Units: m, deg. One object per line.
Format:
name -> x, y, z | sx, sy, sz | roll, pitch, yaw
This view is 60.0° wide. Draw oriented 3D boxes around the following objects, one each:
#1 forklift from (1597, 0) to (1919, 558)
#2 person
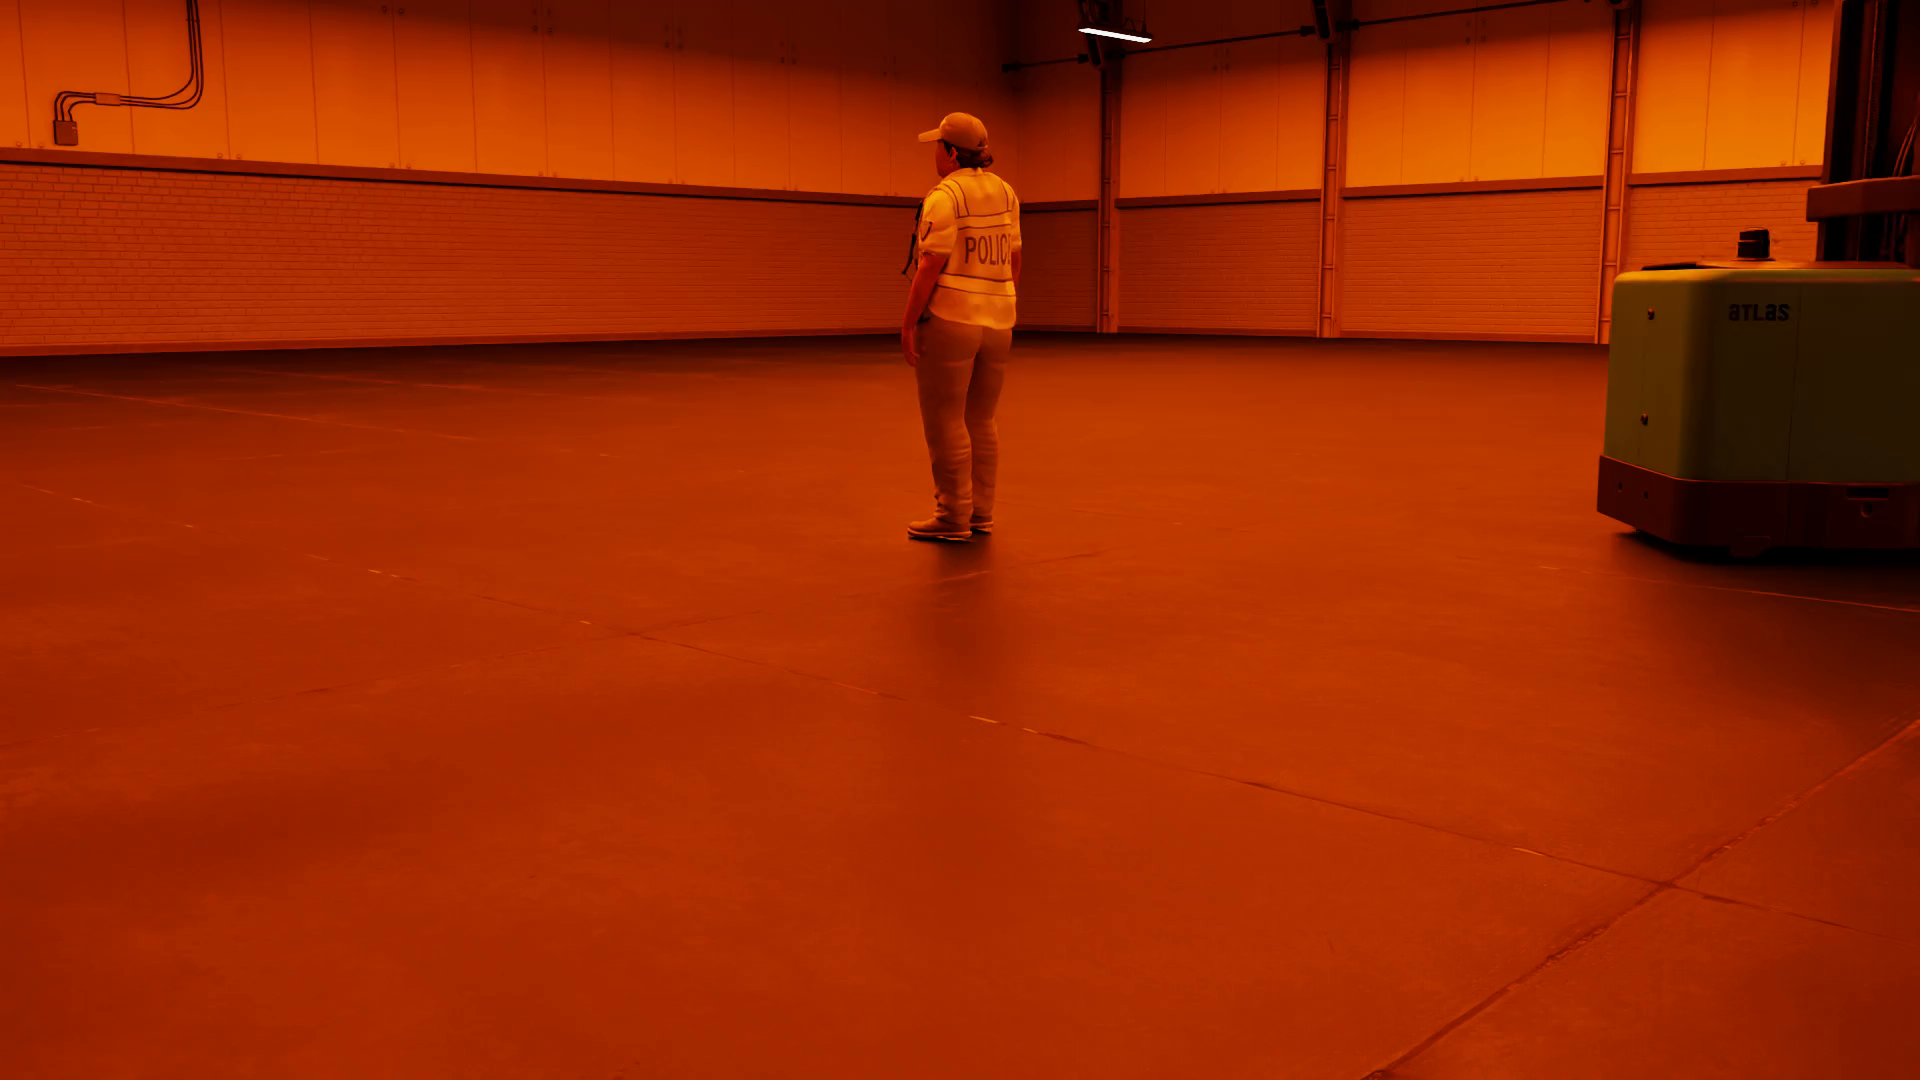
forklift -> 4.177, -1.420, 6.303 | 3.031, 2.935, 1.130 | 1, 9, 3
person -> -0.039, -0.843, 6.661 | 0.529, 1.670, 0.598 | 8, 12, 43
